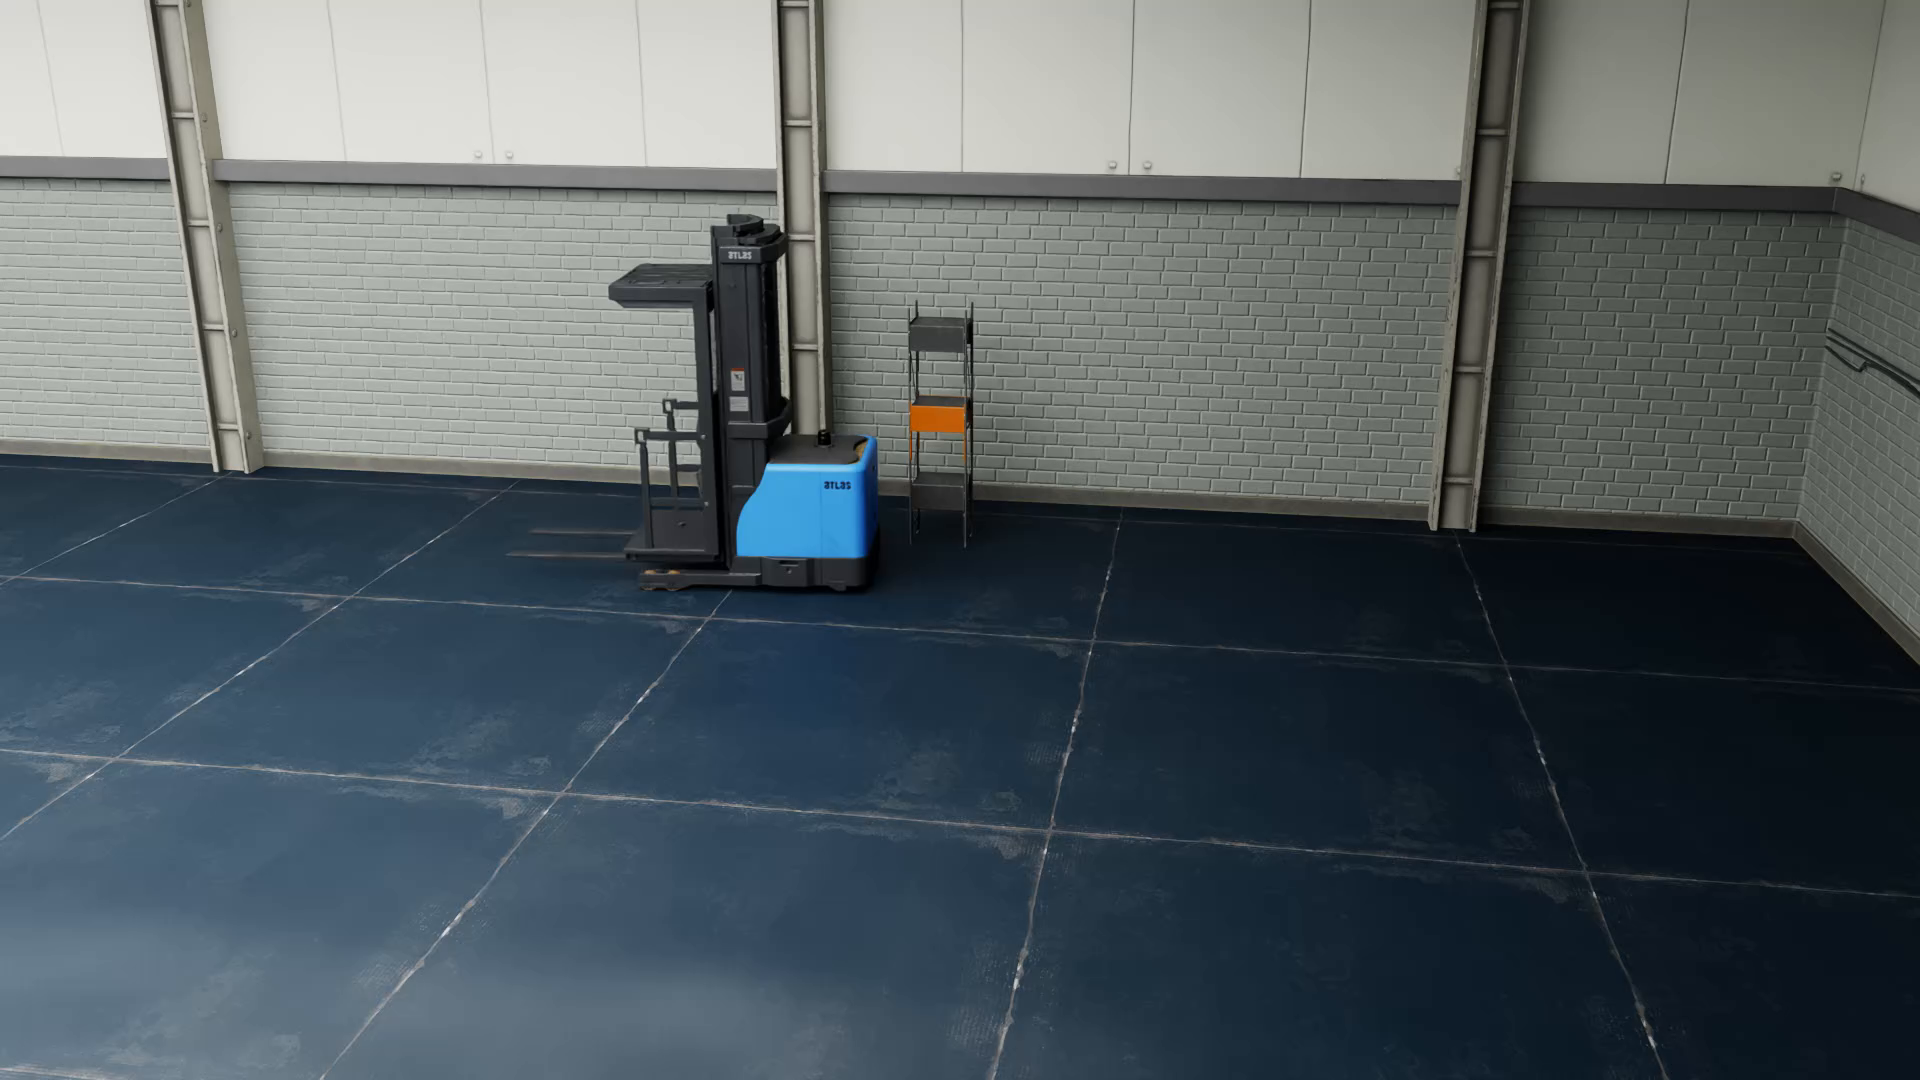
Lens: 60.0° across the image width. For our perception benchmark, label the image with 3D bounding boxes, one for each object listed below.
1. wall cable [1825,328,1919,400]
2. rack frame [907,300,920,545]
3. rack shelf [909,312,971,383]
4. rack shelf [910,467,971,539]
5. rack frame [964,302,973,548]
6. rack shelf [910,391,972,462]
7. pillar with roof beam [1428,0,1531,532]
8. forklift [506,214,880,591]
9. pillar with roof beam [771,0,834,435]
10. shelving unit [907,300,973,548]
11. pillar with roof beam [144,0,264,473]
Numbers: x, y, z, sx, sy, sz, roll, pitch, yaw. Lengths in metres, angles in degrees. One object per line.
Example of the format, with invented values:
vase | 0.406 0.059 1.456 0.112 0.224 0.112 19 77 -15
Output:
wall cable | 7.188 -2.361 12.570 0.112 2.526 3.097 3 19 9
rack frame | -0.404 -1.016 14.532 0.015 2.100 0.400 3 19 9
rack shelf | -0.163 -1.655 14.277 0.480 0.518 0.431 3 19 9
rack shelf | -0.163 -0.327 14.721 0.480 0.518 0.431 3 19 9
rack frame | 0.077 -0.992 14.458 0.015 2.100 0.400 3 19 9
rack shelf | -0.163 -0.991 14.499 0.480 0.518 0.431 3 19 9
pillar with roof beam | 3.806 -3.047 9.728 0.400 9.000 9.100 3 19 9
forklift | -2.225 -1.137 13.582 3.031 2.935 1.130 1 19 3
pillar with roof beam | -2.118 -3.349 10.630 0.400 9.000 9.100 3 19 9
shelving unit | -0.163 -1.004 14.495 0.503 2.100 0.431 3 19 9
pillar with roof beam | -8.042 -3.651 11.533 0.400 9.000 9.100 3 19 9
